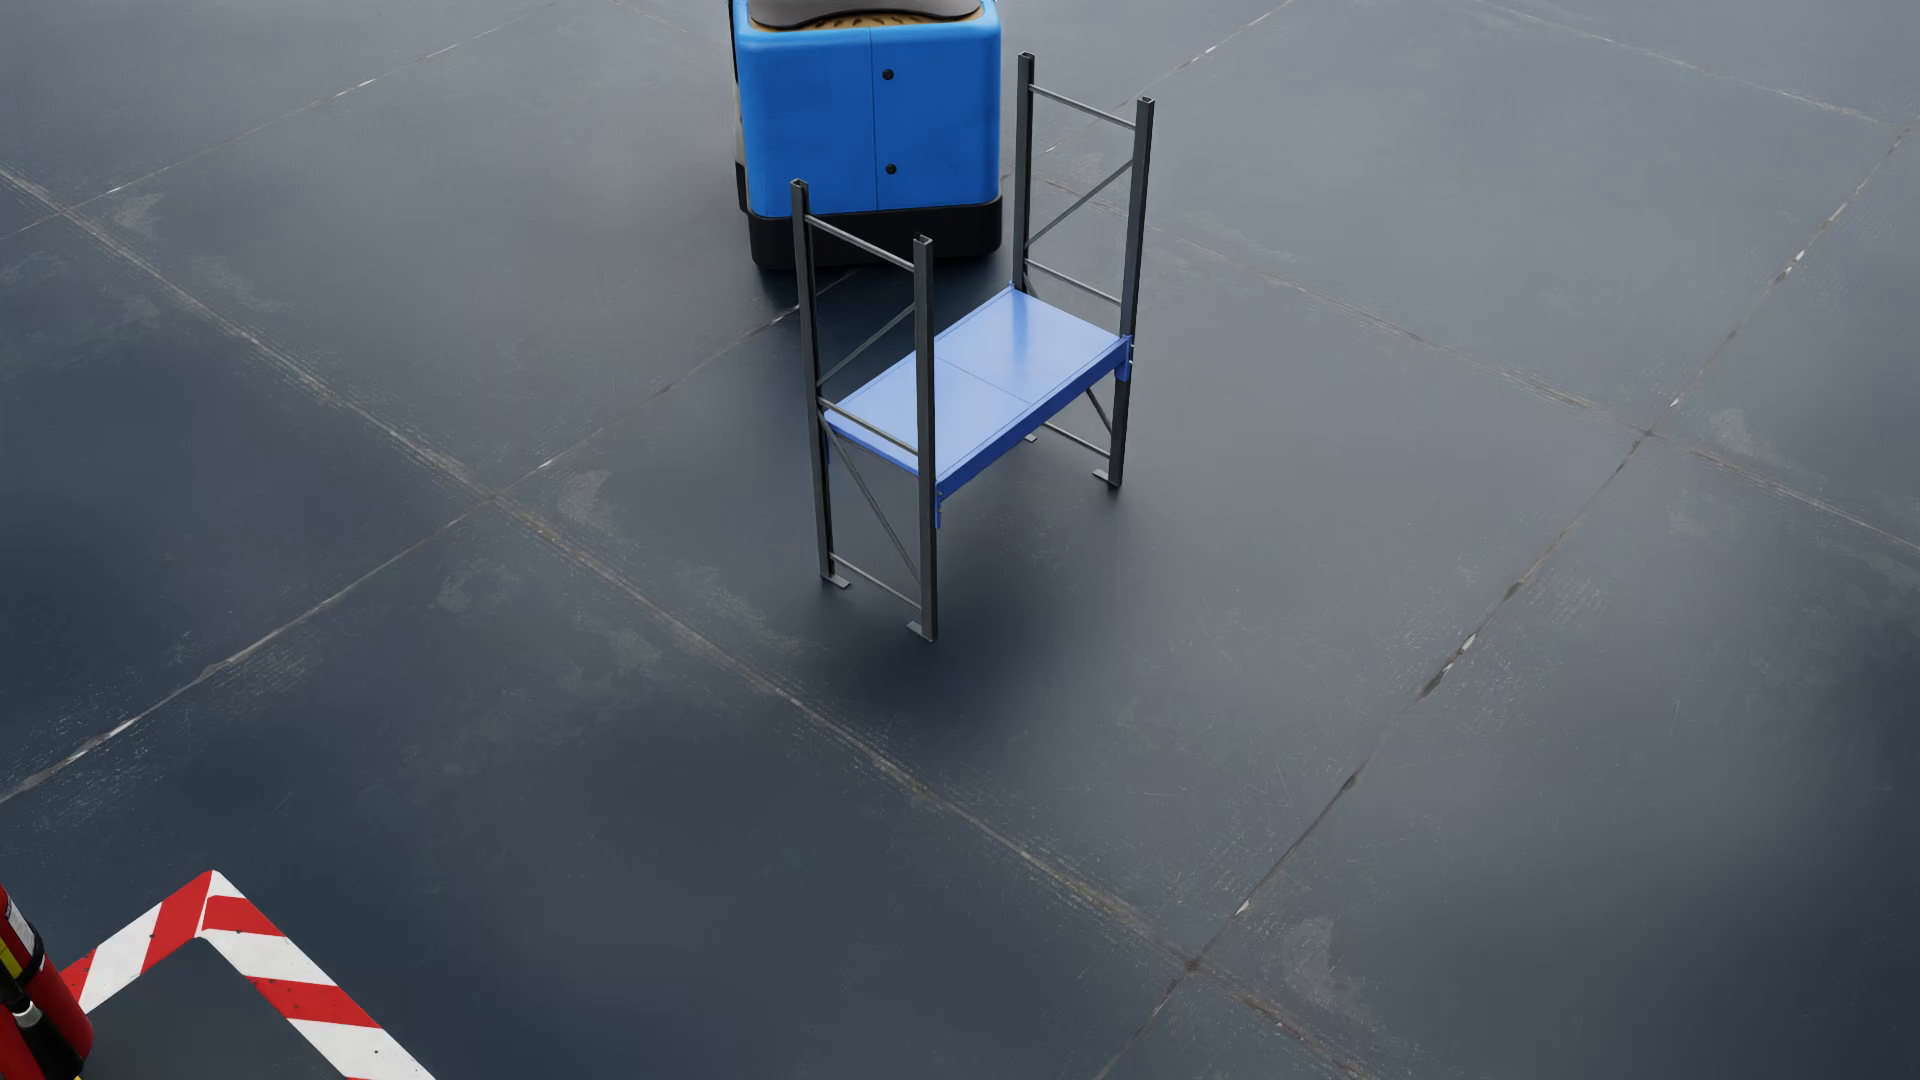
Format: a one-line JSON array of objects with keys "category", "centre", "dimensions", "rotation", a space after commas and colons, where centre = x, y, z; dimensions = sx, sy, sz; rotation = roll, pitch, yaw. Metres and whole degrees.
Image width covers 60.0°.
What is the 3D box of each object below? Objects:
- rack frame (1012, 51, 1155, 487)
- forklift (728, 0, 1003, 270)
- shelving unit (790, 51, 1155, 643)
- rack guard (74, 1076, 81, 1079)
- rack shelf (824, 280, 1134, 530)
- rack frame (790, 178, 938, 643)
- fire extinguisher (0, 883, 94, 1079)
[{"category": "rack frame", "centre": [0.382, -0.861, 5.582], "dimensions": [0.500, 1.500, 0.032], "rotation": [29, 50, 28]}, {"category": "forklift", "centre": [-0.528, -3.194, 7.084], "dimensions": [1.130, 2.935, 3.031], "rotation": [-5, 43, -5]}, {"category": "shelving unit", "centre": [0.055, -0.599, 5.294], "dimensions": [0.538, 1.500, 1.048], "rotation": [29, 50, 28]}, {"category": "rack guard", "centre": [-2.090, 1.433, 3.803], "dimensions": [1.175, 0.500, 0.348], "rotation": [29, 50, 28]}, {"category": "rack shelf", "centre": [0.055, -0.466, 5.415], "dimensions": [0.538, 0.185, 1.000], "rotation": [29, 50, 28]}, {"category": "rack frame", "centre": [-0.272, -0.337, 5.006], "dimensions": [0.500, 1.500, 0.032], "rotation": [29, 50, 28]}, {"category": "fire extinguisher", "centre": [-1.674, 0.689, 2.820], "dimensions": [0.296, 0.674, 0.183], "rotation": [29, 50, 28]}]
